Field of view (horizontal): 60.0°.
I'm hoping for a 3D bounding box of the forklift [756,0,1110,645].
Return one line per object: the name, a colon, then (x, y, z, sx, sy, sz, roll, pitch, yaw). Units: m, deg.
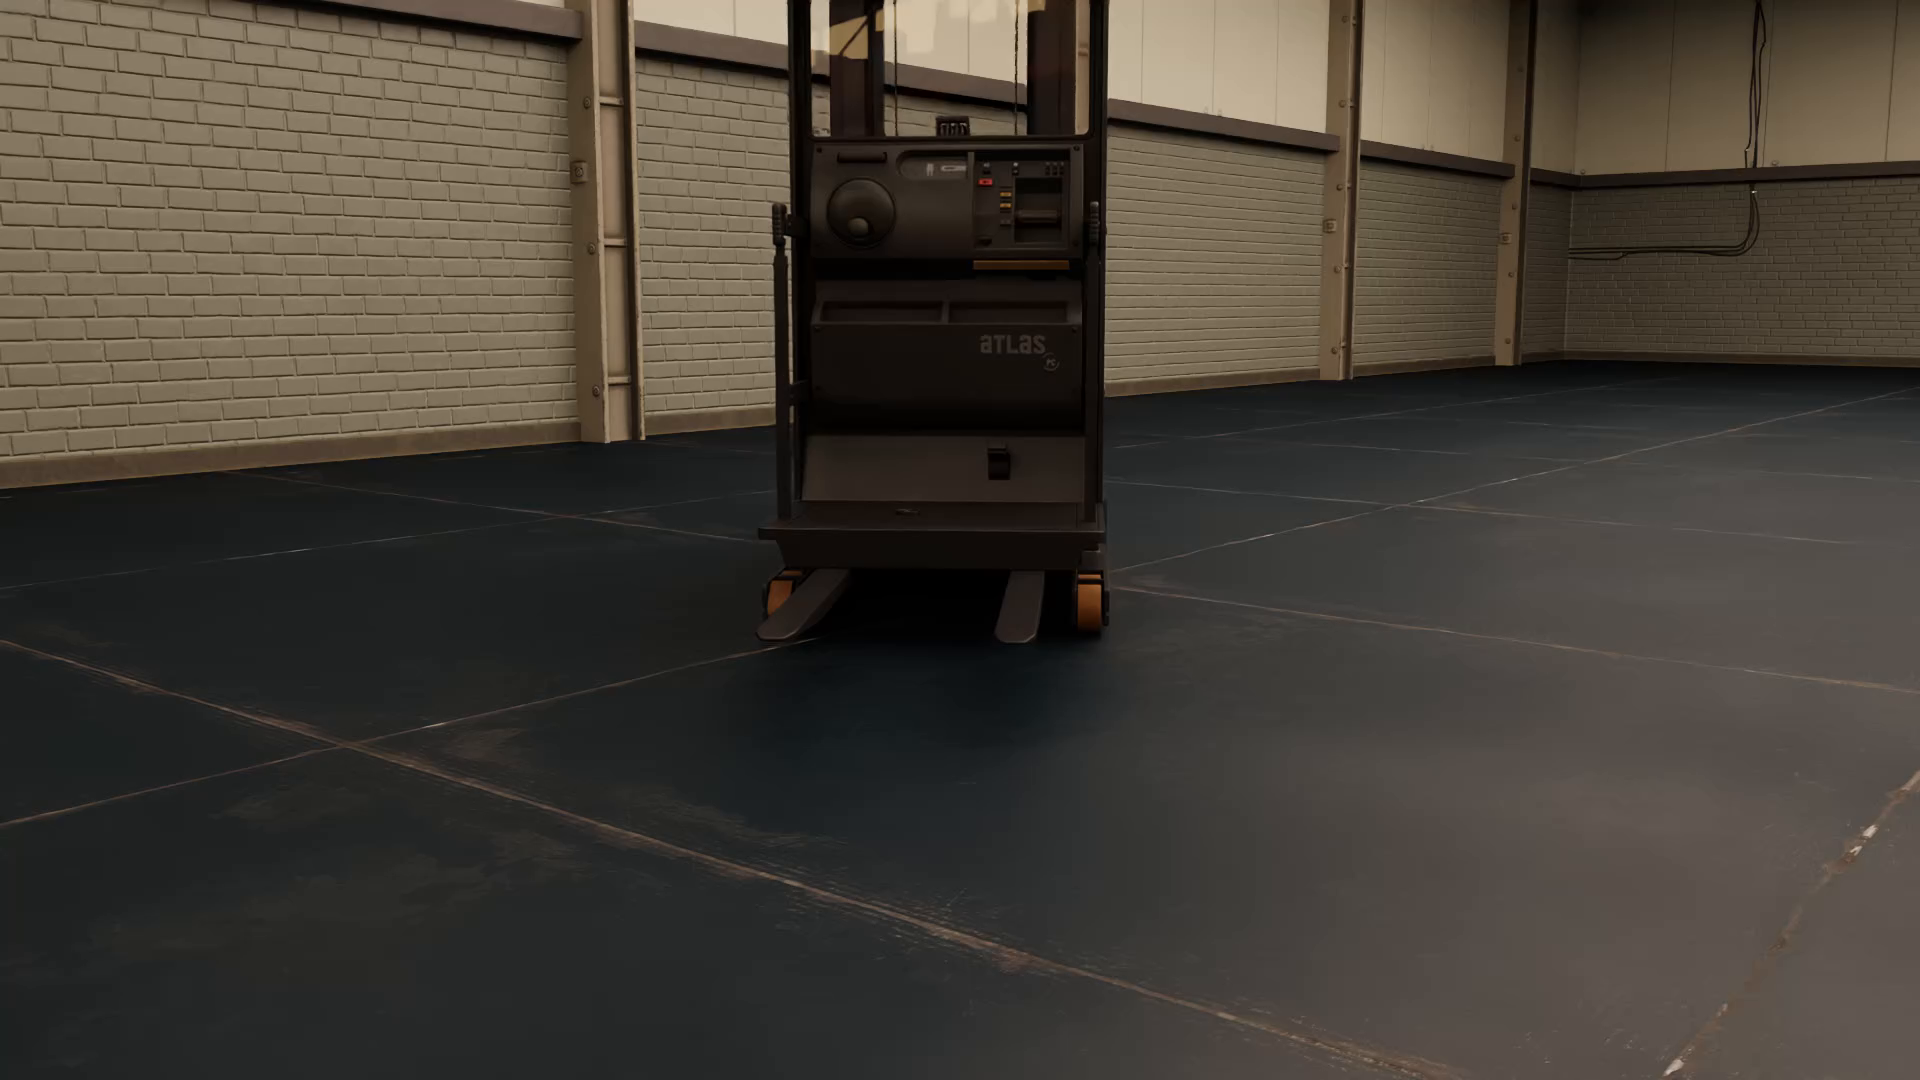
forklift: (-0.058, -1.197, 5.464, 1.130, 2.935, 3.031, 1, 8, 4)
